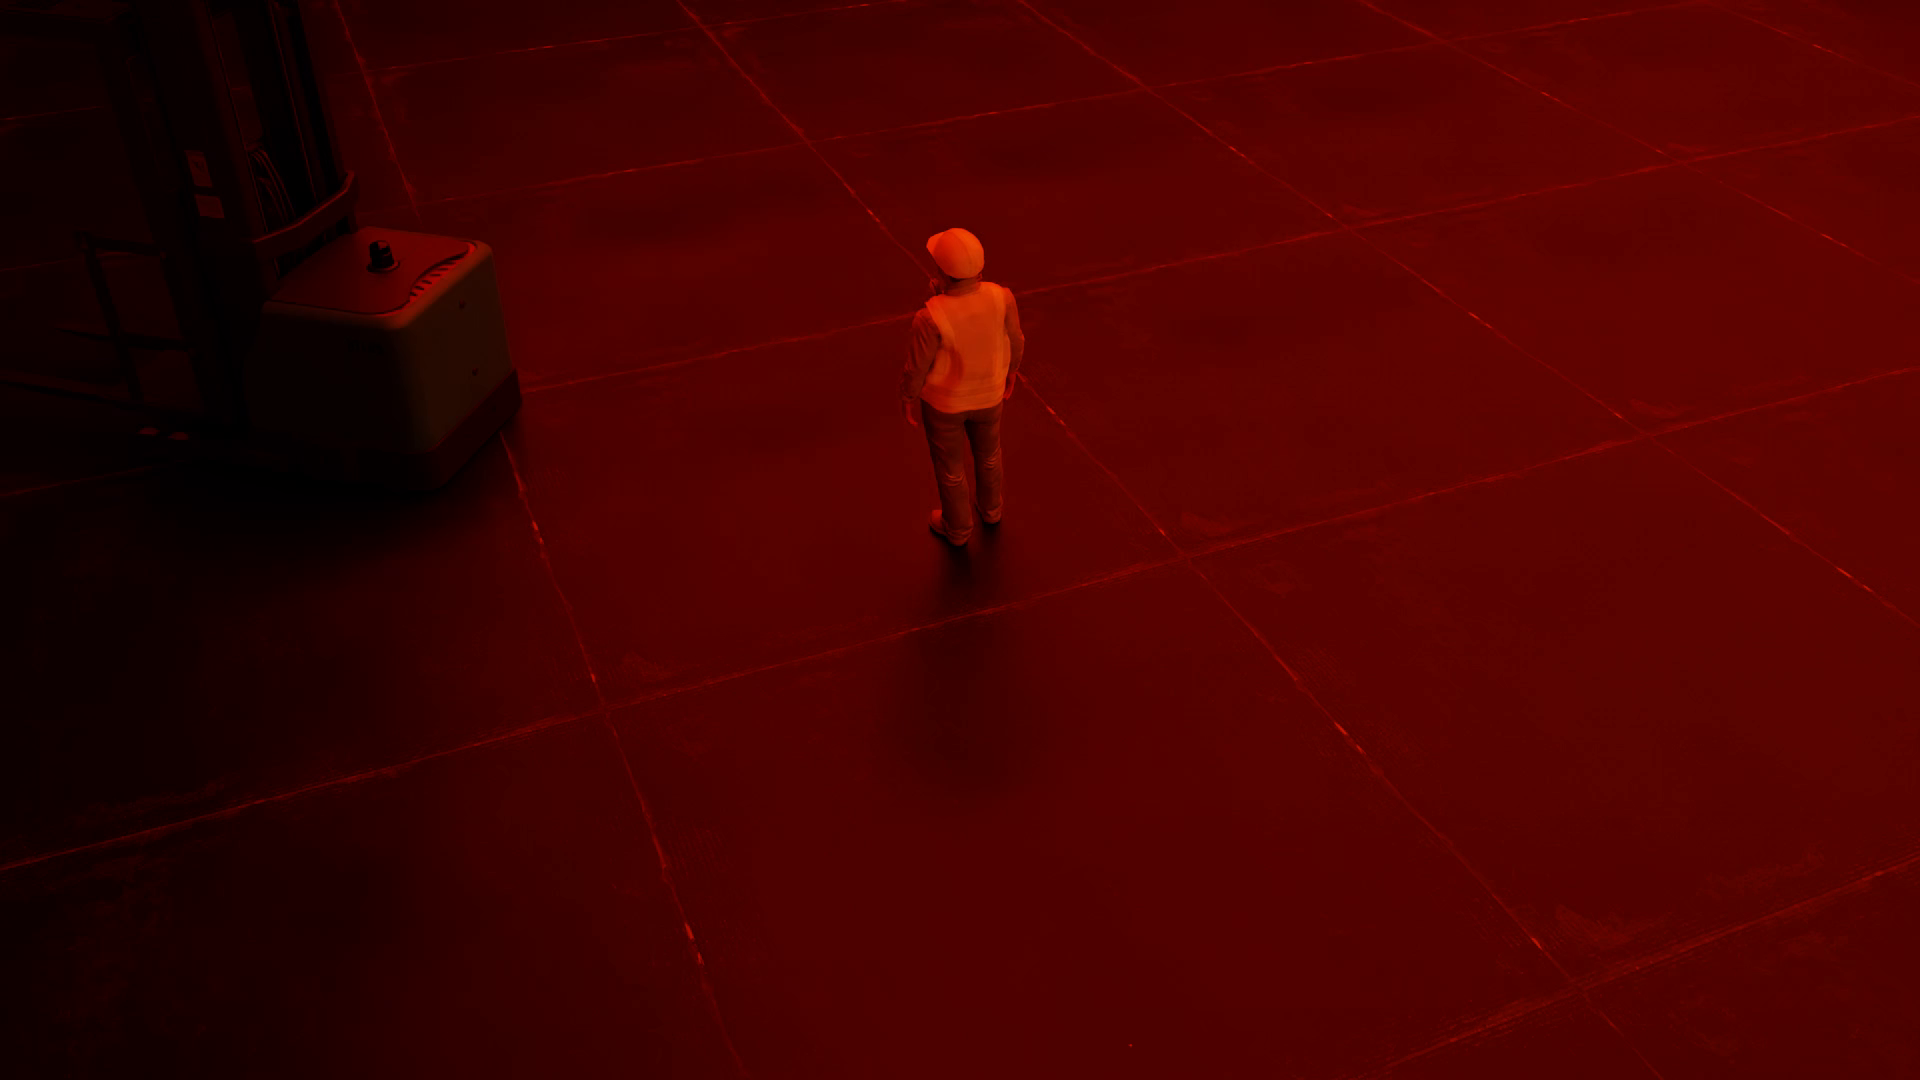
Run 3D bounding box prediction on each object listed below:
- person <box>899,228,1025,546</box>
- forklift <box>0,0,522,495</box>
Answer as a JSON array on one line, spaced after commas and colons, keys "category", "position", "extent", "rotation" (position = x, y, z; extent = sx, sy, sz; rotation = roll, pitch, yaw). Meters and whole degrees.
[{"category": "person", "position": [-0.016, -0.764, 8.159], "extent": [0.632, 1.773, 0.568], "rotation": [-14, 38, -19]}, {"category": "forklift", "position": [-4.107, -1.911, 8.786], "extent": [3.031, 2.935, 1.130], "rotation": [9, 36, 13]}]
